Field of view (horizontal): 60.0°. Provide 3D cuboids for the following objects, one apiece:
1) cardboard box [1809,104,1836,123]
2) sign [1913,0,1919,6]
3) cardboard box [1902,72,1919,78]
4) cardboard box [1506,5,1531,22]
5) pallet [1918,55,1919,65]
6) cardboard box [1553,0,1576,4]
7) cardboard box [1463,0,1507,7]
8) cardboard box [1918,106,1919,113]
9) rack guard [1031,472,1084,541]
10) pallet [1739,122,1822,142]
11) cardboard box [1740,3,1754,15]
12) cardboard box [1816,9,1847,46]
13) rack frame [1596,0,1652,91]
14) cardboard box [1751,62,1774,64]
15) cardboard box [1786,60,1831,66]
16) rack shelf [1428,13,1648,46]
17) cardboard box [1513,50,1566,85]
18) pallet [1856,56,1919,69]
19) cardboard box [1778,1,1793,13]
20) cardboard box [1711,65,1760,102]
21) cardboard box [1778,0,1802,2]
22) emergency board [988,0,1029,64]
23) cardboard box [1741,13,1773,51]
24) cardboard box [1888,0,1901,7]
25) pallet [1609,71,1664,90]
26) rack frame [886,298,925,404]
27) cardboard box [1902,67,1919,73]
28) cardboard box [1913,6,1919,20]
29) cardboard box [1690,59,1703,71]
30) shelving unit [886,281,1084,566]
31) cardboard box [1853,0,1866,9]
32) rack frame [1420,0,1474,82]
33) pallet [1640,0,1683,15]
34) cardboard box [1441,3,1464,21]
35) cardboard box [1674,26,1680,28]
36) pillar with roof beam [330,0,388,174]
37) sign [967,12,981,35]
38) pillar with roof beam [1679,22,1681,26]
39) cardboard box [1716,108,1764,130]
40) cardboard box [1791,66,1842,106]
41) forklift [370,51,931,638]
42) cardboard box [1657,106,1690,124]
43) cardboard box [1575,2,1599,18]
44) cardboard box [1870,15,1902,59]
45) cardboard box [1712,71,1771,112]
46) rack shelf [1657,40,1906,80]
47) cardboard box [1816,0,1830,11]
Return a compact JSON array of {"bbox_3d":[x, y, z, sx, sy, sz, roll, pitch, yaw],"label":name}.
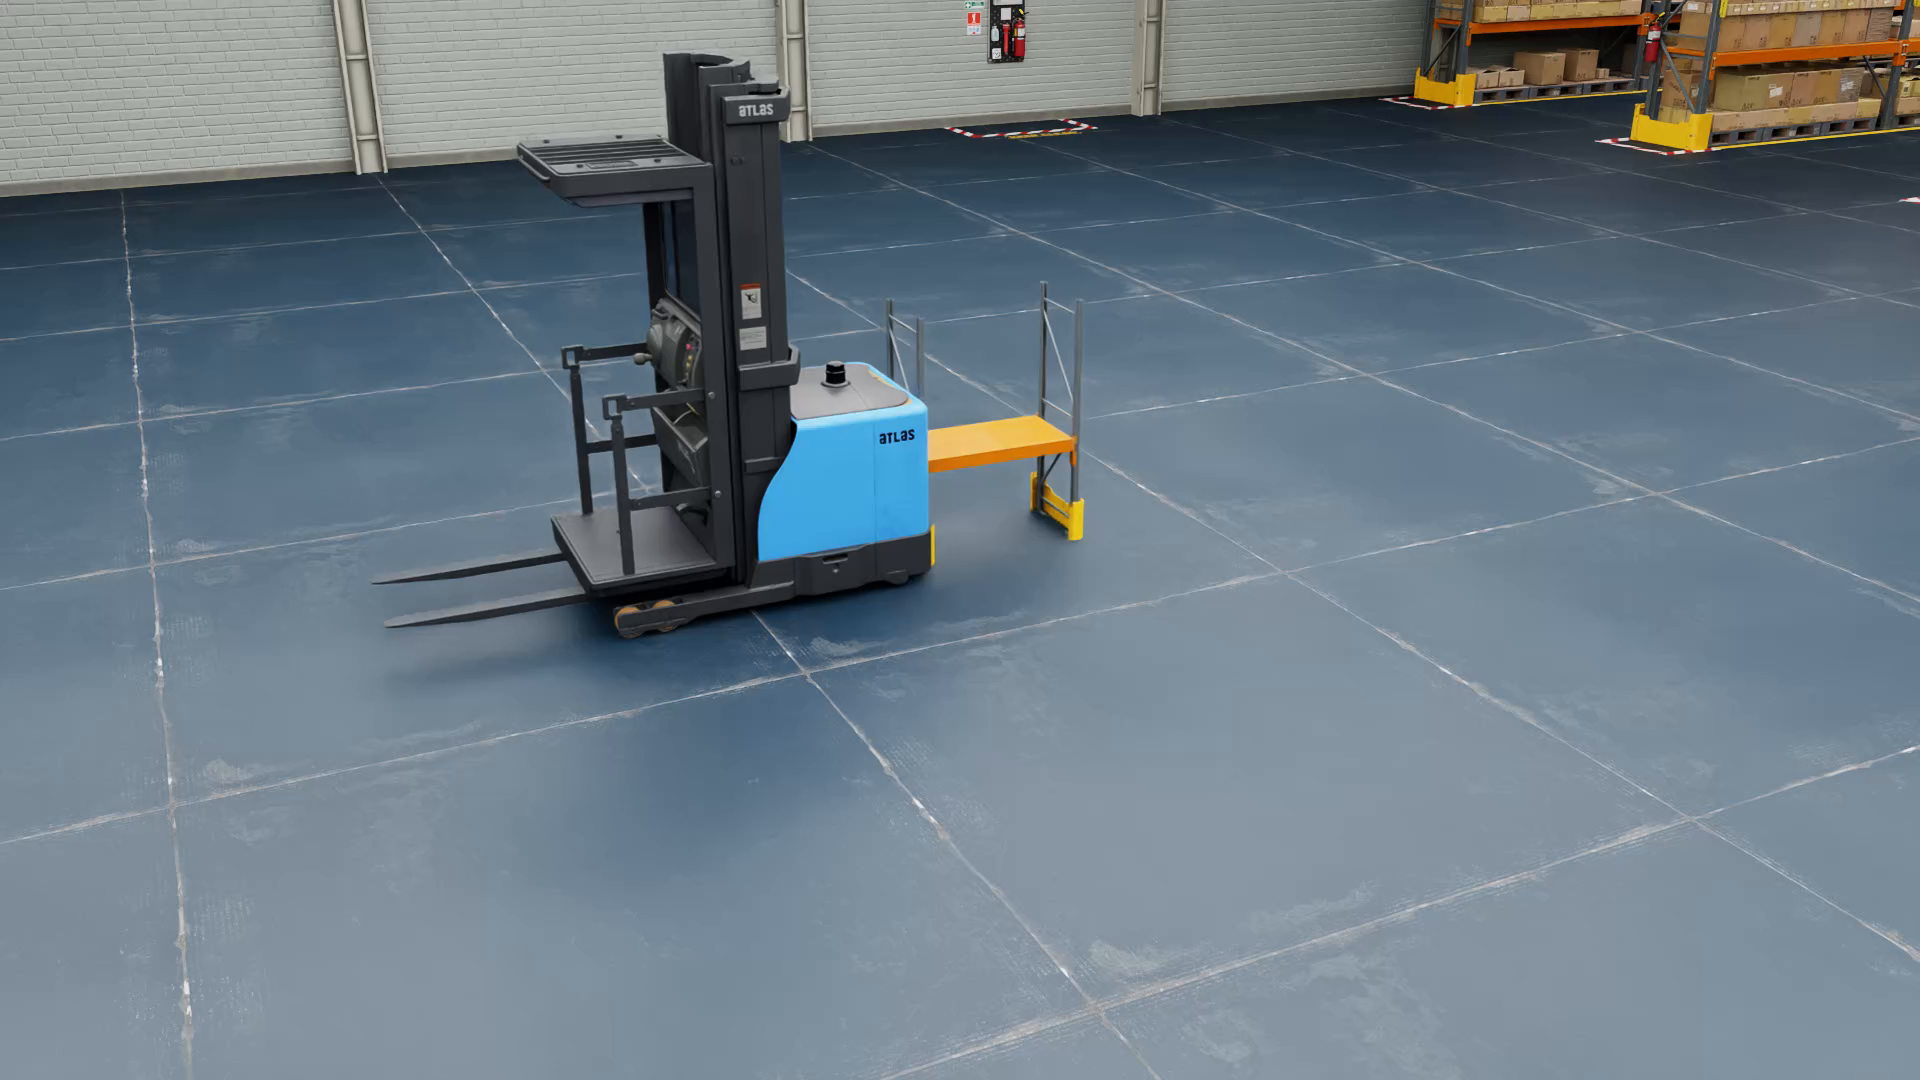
[{"bbox_3d":[12.683,-6.407,24.853,0.500,0.250,0.500,-10,25,-24],"label":"cardboard box"},{"bbox_3d":[14.147,-8.049,24.538,0.005,0.325,0.100,-10,25,-24],"label":"sign"},{"bbox_3d":[14.838,-7.050,25.673,0.500,0.311,0.500,-11,25,-24],"label":"cardboard box"},{"bbox_3d":[9.188,-8.849,27.876,0.500,0.250,0.500,-11,25,-25],"label":"cardboard box"},{"bbox_3d":[19.680,-9.648,33.282,1.213,0.211,1.003,-10,25,-24],"label":"pallet"},{"bbox_3d":[10.087,-9.361,28.131,0.500,0.500,0.500,-10,24,-22],"label":"cardboard box"},{"bbox_3d":[8.709,-9.109,27.522,0.500,0.500,0.500,-10,25,-24],"label":"cardboard box"},{"bbox_3d":[14.837,-6.793,25.785,0.500,0.250,0.500,-10,24,-22],"label":"cardboard box"},{"bbox_3d":[0.606,-0.219,10.451,0.087,0.250,0.587,-10,24,-22],"label":"rack guard"},{"bbox_3d":[12.069,-6.194,24.937,1.213,0.211,1.003,-10,25,-24],"label":"pallet"},{"bbox_3d":[10.984,-7.522,23.520,0.250,0.149,0.380,-11,25,-25],"label":"cardboard box"},{"bbox_3d":[12.581,-7.602,24.563,0.500,0.500,0.700,-10,25,-23],"label":"cardboard box"},{"bbox_3d":[11.753,-9.510,29.303,0.127,3.000,1.000,-10,25,-24],"label":"rack frame"},{"bbox_3d":[14.731,-9.085,30.968,0.500,0.500,0.700,-10,25,-23],"label":"cardboard box"},{"bbox_3d":[12.904,-7.019,25.350,0.500,0.500,0.500,-10,25,-24],"label":"cardboard box"},{"bbox_3d":[9.951,-8.846,28.639,4.000,0.370,1.077,-10,25,-24],"label":"rack shelf"},{"bbox_3d":[10.008,-8.178,28.777,0.500,0.500,0.700,-12,25,-27],"label":"cardboard box"},{"bbox_3d":[18.299,-9.395,32.670,1.213,0.211,1.003,-10,25,-24],"label":"pallet"},{"bbox_3d":[11.677,-7.649,23.827,0.250,0.149,0.380,-11,25,-25],"label":"cardboard box"},{"bbox_3d":[11.549,-6.773,24.755,0.500,0.500,0.500,-10,25,-24],"label":"cardboard box"},{"bbox_3d":[11.700,-8.041,23.926,0.500,0.500,0.700,-10,25,-23],"label":"cardboard box"},{"bbox_3d":[0.755,-7.869,25.338,0.643,1.169,0.194,-10,25,-24],"label":"emergency board"},{"bbox_3d":[11.198,-7.348,23.949,0.500,0.500,0.700,-10,24,-22],"label":"cardboard box"},{"bbox_3d":[13.753,-8.031,24.750,0.250,0.149,0.380,-10,25,-24],"label":"cardboard box"},{"bbox_3d":[12.454,-8.351,30.149,1.213,0.211,1.003,-10,25,-24],"label":"pallet"},{"bbox_3d":[-0.319,-0.636,9.825,0.032,1.500,0.500,-10,24,-22],"label":"rack frame"},{"bbox_3d":[15.062,-7.323,26.331,0.500,0.311,0.500,-11,25,-24],"label":"cardboard box"},{"bbox_3d":[15.078,-8.059,25.666,0.500,0.500,0.500,-9,24,-20],"label":"cardboard box"},{"bbox_3d":[13.330,-8.860,30.425,0.500,0.500,0.700,-10,25,-23],"label":"cardboard box"},{"bbox_3d":[0.153,-0.718,10.022,1.083,1.500,0.587,-10,24,-22],"label":"shelving unit"},{"bbox_3d":[13.058,-7.902,24.439,0.250,0.149,0.380,-10,25,-24],"label":"cardboard box"},{"bbox_3d":[8.149,-8.847,27.700,0.127,3.000,1.000,-10,25,-24],"label":"rack frame"},{"bbox_3d":[12.505,-9.498,29.525,1.213,0.211,1.003,-10,25,-24],"label":"pallet"},{"bbox_3d":[8.486,-8.931,28.074,0.500,0.250,0.500,-10,25,-23],"label":"cardboard box"},{"bbox_3d":[13.271,-9.195,30.253,0.500,0.250,0.500,-11,25,-25],"label":"cardboard box"},{"bbox_3d":[-5.948,-7.563,16.756,0.400,9.000,9.100,-10,25,-24],"label":"pillar with roof beam"},{"bbox_3d":[0.212,-7.829,25.195,0.234,0.329,0.001,-10,25,-24],"label":"sign"},{"bbox_3d":[15.678,-11.544,26.373,0.400,9.000,9.100,-10,25,-24],"label":"pillar with roof beam"},{"bbox_3d":[11.329,-6.160,24.256,0.500,0.250,0.500,-10,25,-24],"label":"cardboard box"},{"bbox_3d":[12.677,-6.758,24.720,0.500,0.500,0.500,-10,25,-24],"label":"cardboard box"},{"bbox_3d":[-1.728,-1.055,8.966,3.031,2.935,1.130,-10,24,-22],"label":"forklift"},{"bbox_3d":[10.656,-6.254,24.484,0.500,0.250,0.500,-10,25,-24],"label":"cardboard box"},{"bbox_3d":[10.559,-9.099,28.478,0.500,0.250,0.500,-11,25,-24],"label":"cardboard box"},{"bbox_3d":[17.632,-9.737,32.112,0.750,0.750,0.750,-10,24,-22],"label":"cardboard box"},{"bbox_3d":[11.330,-6.506,24.111,0.500,0.500,0.500,-10,25,-24],"label":"cardboard box"},{"bbox_3d":[12.103,-7.139,24.516,4.000,0.370,1.077,-10,25,-24],"label":"rack shelf"},{"bbox_3d":[12.370,-7.775,24.133,0.250,0.149,0.380,-10,24,-22],"label":"cardboard box"}]
